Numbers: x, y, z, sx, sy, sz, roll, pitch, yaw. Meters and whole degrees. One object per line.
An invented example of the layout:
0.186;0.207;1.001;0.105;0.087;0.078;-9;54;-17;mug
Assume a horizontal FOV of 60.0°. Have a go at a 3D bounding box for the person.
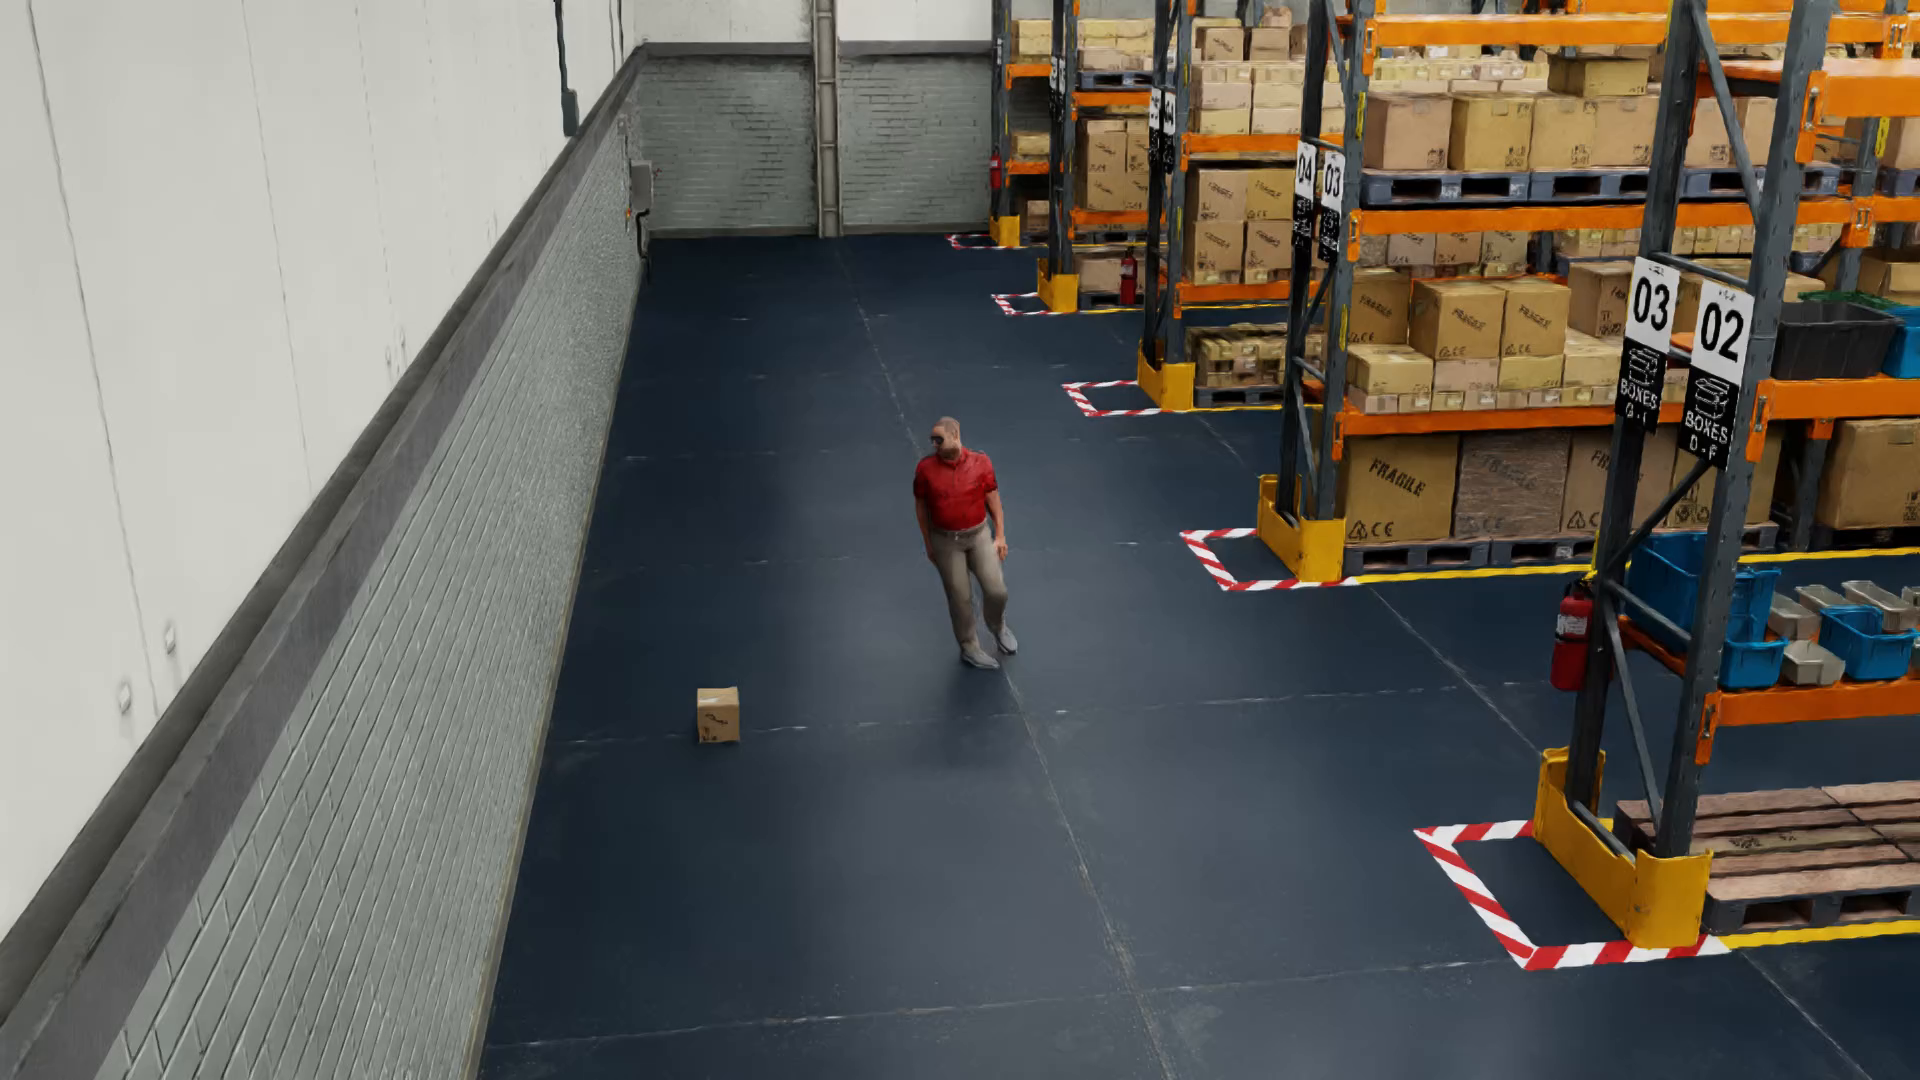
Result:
0.060;0.020;11.074;0.699;1.717;0.434;-3;20;-8;person
